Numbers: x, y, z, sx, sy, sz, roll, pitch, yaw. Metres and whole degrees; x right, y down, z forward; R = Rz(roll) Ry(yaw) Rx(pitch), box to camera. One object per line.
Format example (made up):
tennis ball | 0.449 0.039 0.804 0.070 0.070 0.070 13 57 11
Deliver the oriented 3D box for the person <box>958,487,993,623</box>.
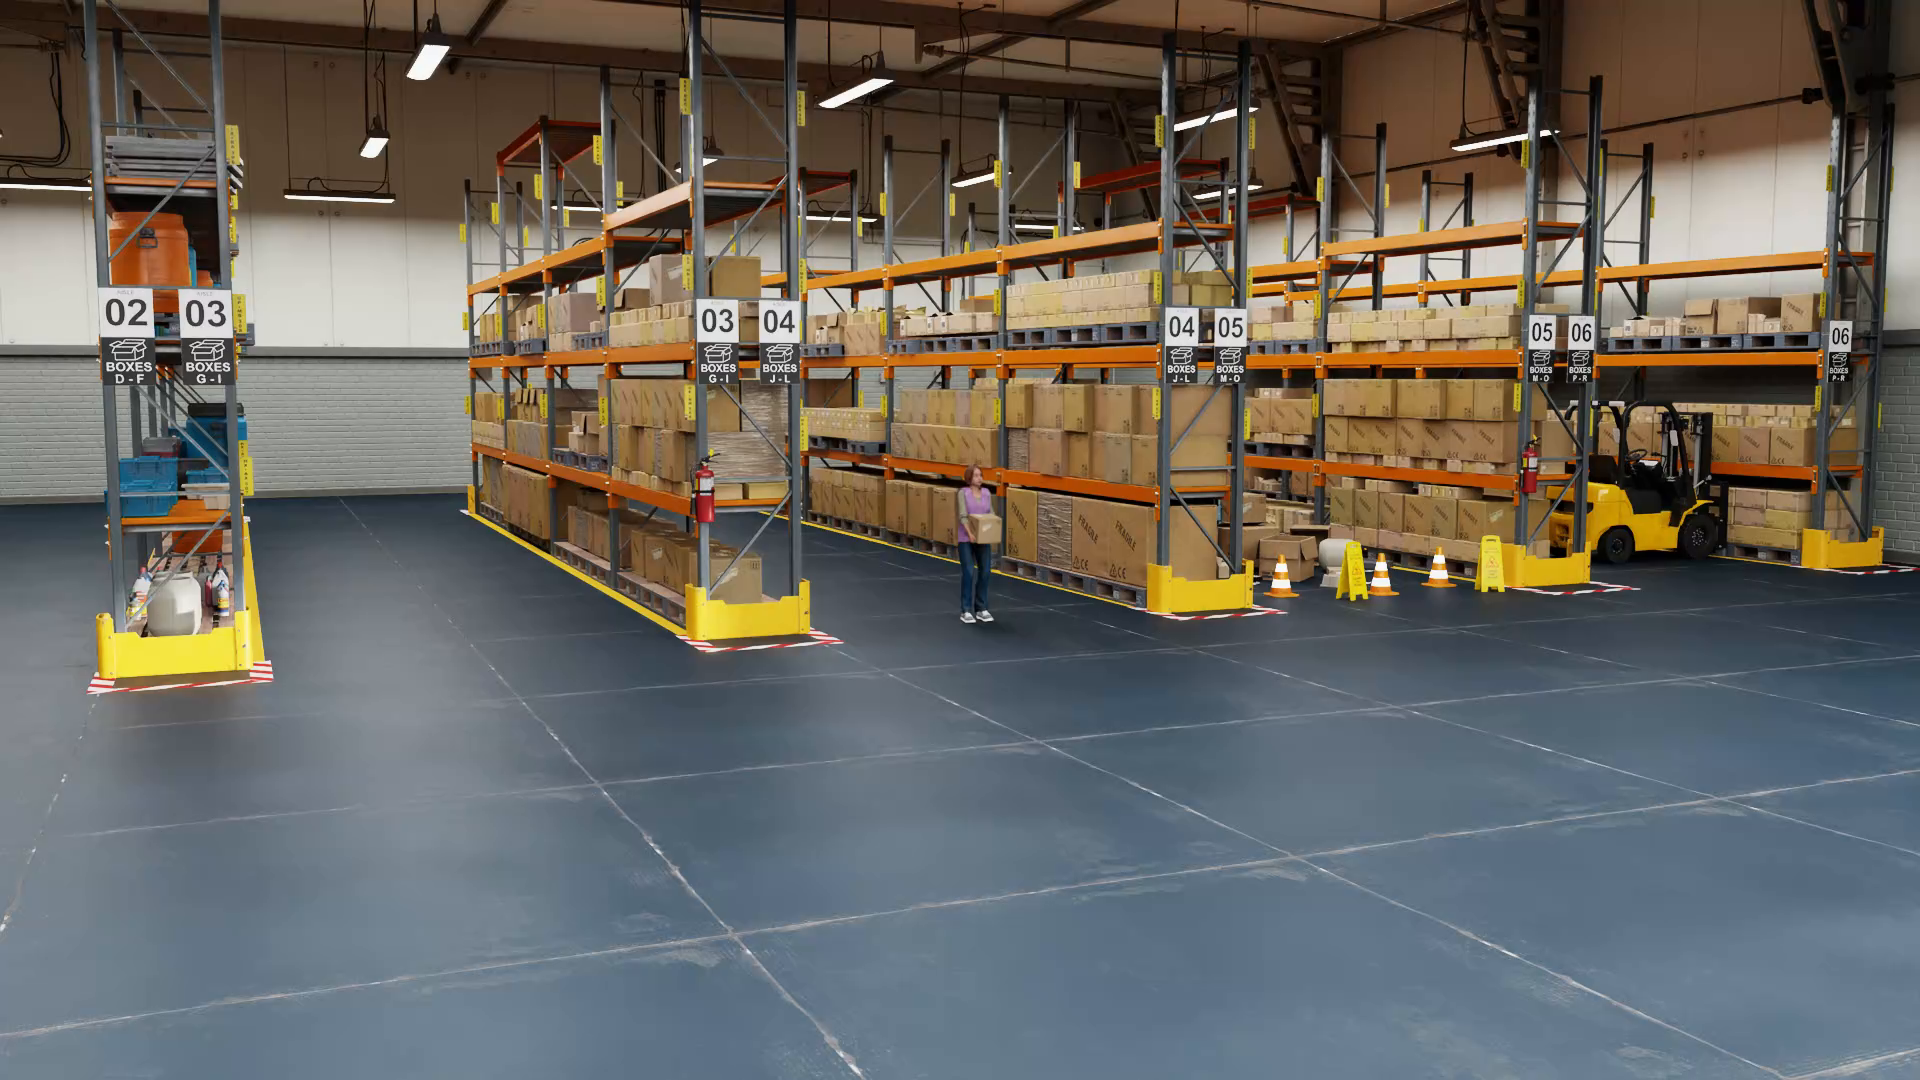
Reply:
person | 0.157 0.148 16.898 0.351 1.367 0.362 -2 6 -23
